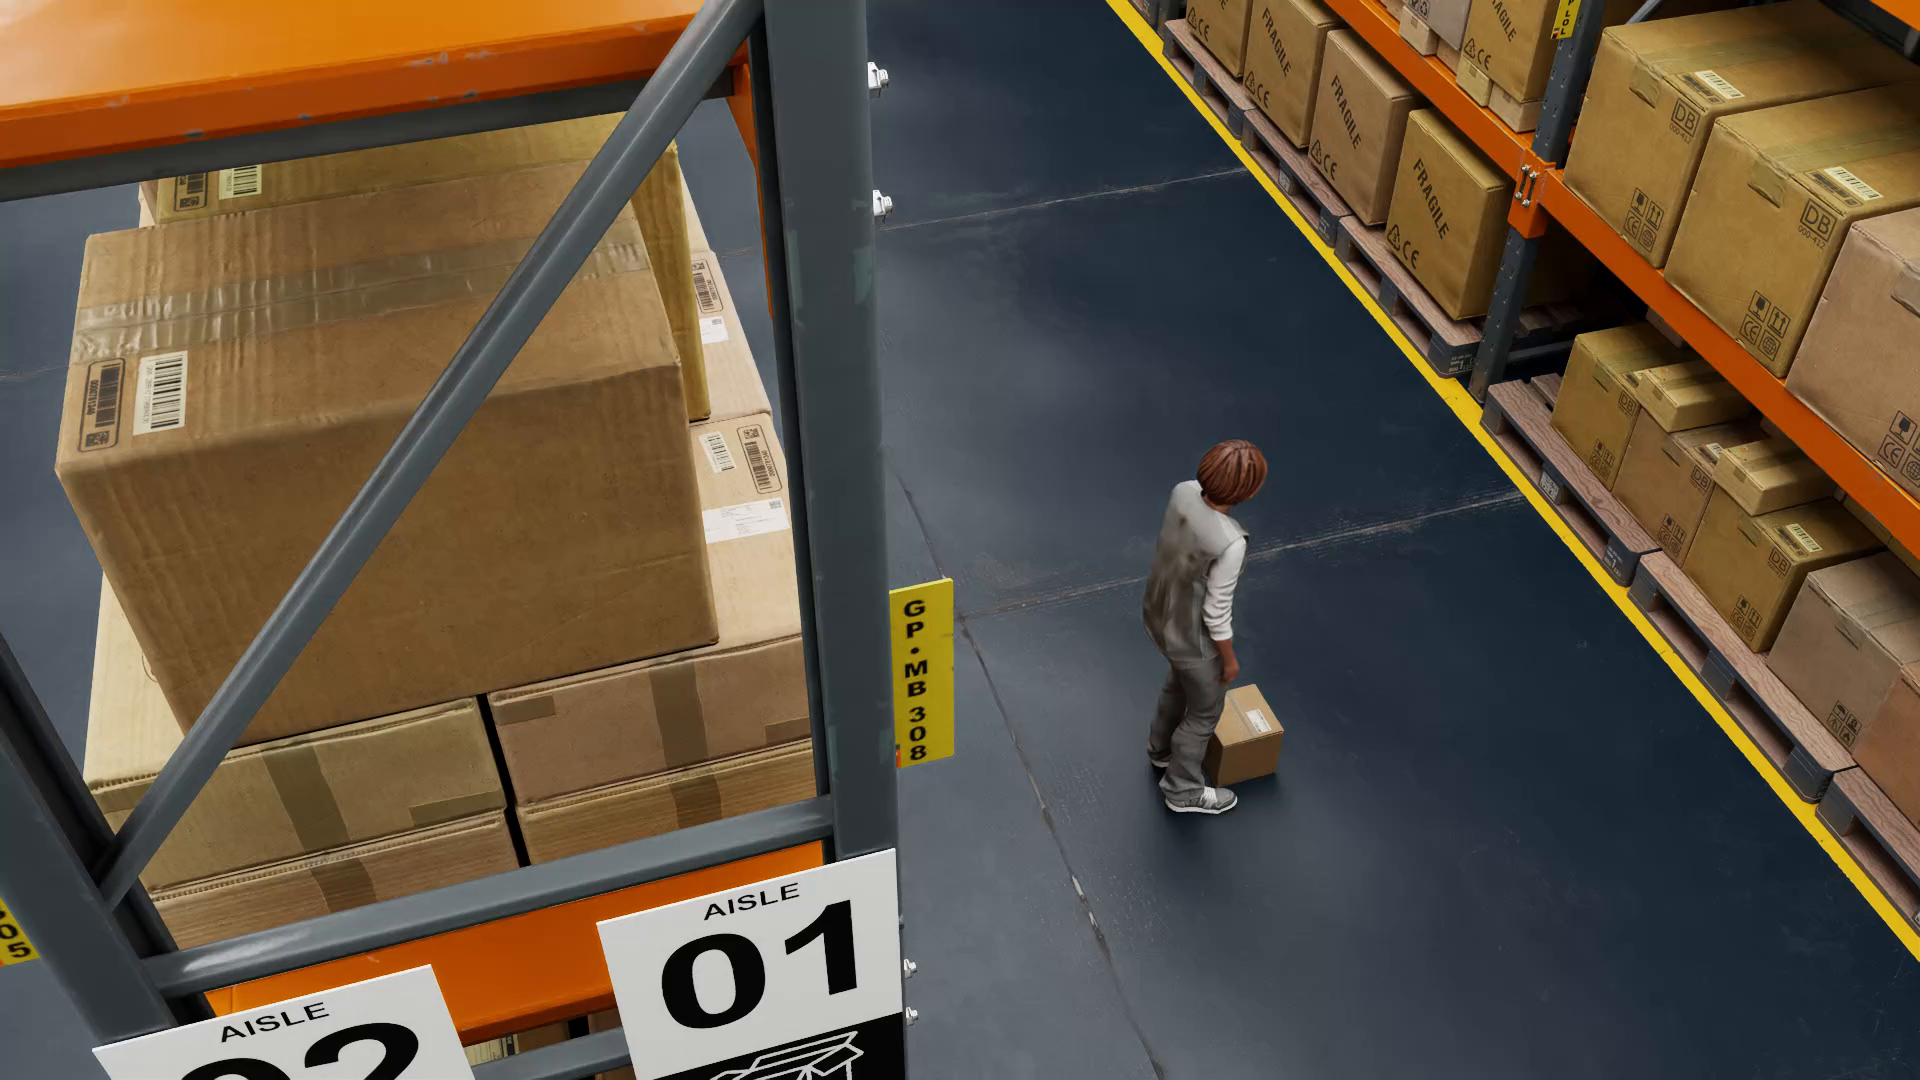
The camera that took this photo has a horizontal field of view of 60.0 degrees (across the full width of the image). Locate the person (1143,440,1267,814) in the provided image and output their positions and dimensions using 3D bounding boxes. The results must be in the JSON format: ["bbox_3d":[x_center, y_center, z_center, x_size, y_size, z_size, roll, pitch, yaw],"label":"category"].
[{"bbox_3d":[0.837,0.308,5.838,0.367,1.592,0.473,-13,44,-14],"label":"person"}]
